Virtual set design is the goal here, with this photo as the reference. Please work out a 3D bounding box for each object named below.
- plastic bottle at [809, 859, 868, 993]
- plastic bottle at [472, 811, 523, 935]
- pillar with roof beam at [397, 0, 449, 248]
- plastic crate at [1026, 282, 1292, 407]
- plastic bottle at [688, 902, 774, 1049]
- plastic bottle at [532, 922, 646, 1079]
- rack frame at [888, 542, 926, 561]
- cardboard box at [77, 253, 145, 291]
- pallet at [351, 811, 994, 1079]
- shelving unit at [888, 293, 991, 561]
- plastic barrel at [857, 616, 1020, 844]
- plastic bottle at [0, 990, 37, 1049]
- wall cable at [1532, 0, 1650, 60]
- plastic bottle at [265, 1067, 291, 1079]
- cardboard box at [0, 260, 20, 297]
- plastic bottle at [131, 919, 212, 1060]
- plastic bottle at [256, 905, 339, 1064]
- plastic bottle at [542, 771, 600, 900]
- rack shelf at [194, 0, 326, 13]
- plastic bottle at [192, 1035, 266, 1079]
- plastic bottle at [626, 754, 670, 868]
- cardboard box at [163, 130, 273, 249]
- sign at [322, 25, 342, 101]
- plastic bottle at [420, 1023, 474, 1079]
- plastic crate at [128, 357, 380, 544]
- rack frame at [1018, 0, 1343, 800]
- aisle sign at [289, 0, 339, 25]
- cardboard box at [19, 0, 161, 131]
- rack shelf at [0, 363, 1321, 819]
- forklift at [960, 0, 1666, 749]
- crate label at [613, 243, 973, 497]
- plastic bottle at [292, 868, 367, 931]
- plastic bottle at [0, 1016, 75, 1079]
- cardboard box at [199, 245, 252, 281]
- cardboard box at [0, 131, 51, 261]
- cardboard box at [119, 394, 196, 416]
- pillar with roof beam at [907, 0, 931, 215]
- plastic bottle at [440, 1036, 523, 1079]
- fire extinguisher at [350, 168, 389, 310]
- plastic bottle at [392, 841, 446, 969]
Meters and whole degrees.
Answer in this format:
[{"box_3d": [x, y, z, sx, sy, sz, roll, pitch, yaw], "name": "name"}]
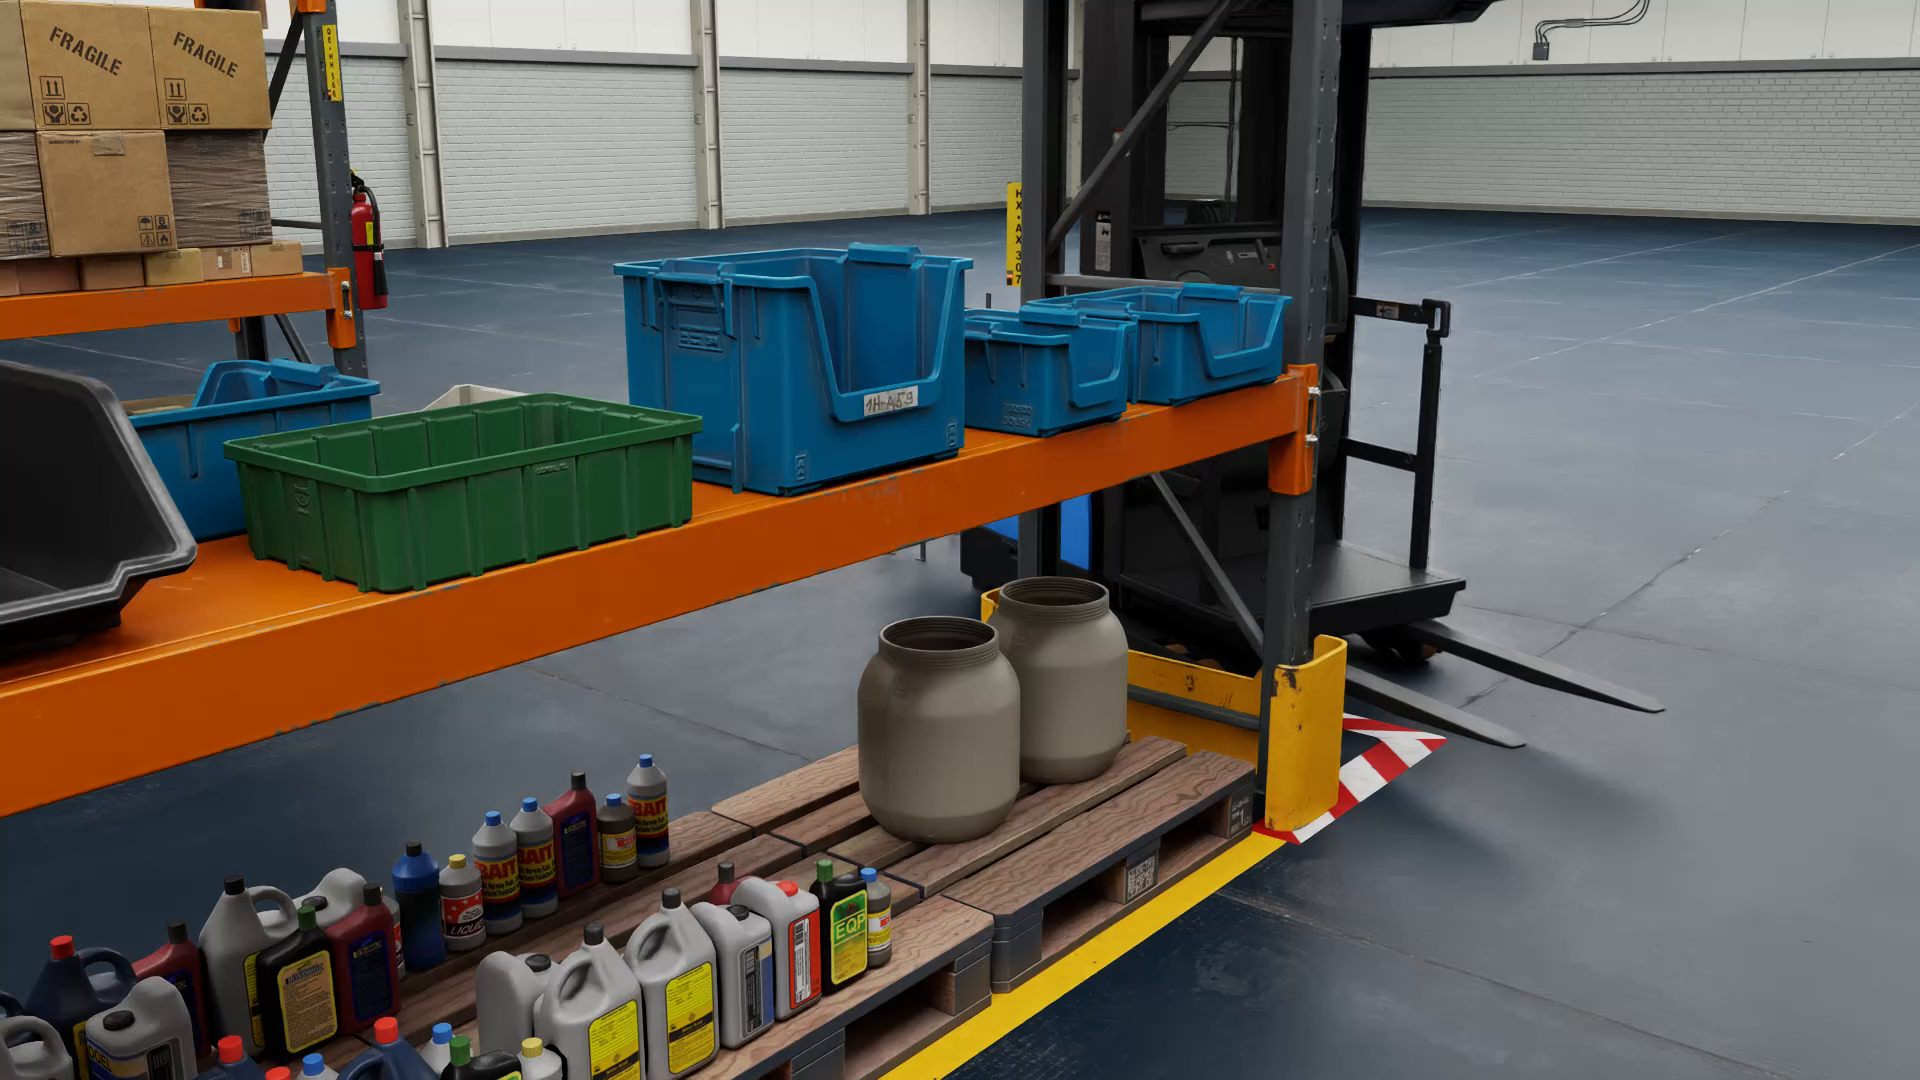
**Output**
[{"box_3d": [-0.257, 0.799, 3.510, 0.061, 0.283, 0.133, 12, 18, 39], "name": "plastic bottle"}, {"box_3d": [-1.045, 0.744, 3.751, 0.097, 0.271, 0.097, 0, 14, 0], "name": "plastic bottle"}, {"box_3d": [-5.056, -8.362, 22.764, 9.100, 9.000, 0.400, 11, 18, 38], "name": "pillar with roof beam"}, {"box_3d": [0.534, -0.535, 4.439, 0.499, 0.251, 0.616, 11, 18, 38], "name": "plastic crate"}, {"box_3d": [-0.465, 0.848, 3.332, 0.152, 0.276, 0.135, 11, 18, 36], "name": "plastic bottle"}, {"box_3d": [-0.683, 0.879, 3.055, 0.144, 0.351, 0.185, 11, 18, 37], "name": "plastic bottle"}, {"box_3d": [-0.257, -0.503, 7.666, 0.240, 1.200, 0.015, 11, 18, 38], "name": "rack frame"}, {"box_3d": [-3.699, -1.158, 7.101, 0.380, 0.149, 0.250, 11, 18, 38], "name": "cardboard box"}, {"box_3d": [-0.678, 1.011, 3.713, 1.003, 0.211, 1.213, 11, 18, 38], "name": "pallet"}, {"box_3d": [-0.104, -0.550, 7.850, 0.258, 1.200, 0.503, 11, 18, 38], "name": "shelving unit"}, {"box_3d": [-0.054, 0.487, 4.314, 0.421, 0.512, 0.421, 0, 14, 0], "name": "plastic barrel"}, {"box_3d": [-1.718, 0.919, 2.898, 0.144, 0.351, 0.185, 11, 18, 36], "name": "plastic bottle"}, {"box_3d": [13.163, -13.011, 34.158, 2.305, 6.003, 0.169, 11, 18, 38], "name": "wall cable"}, {"box_3d": [-1.068, 0.997, 2.592, 0.144, 0.351, 0.185, 12, 18, 39], "name": "plastic bottle"}, {"box_3d": [-4.028, -1.066, 6.735, 0.380, 0.149, 0.250, 11, 18, 38], "name": "cardboard box"}, {"box_3d": [-1.527, 0.878, 3.199, 0.061, 0.283, 0.133, 13, 19, 41], "name": "plastic bottle"}, {"box_3d": [-1.299, 0.864, 3.251, 0.061, 0.283, 0.133, 11, 18, 38], "name": "plastic bottle"}, {"box_3d": [-0.923, 0.694, 3.924, 0.061, 0.283, 0.133, 12, 18, 38], "name": "plastic bottle"}, {"box_3d": [-4.494, -2.238, 6.209, 1.077, 0.370, 4.000, 11, 18, 38], "name": "rack shelf"}, {"box_3d": [-1.181, 0.975, 2.680, 0.144, 0.351, 0.185, 11, 18, 38], "name": "plastic bottle"}, {"box_3d": [-0.766, 0.659, 4.085, 0.097, 0.271, 0.097, 0, 14, 0], "name": "plastic bottle"}, {"box_3d": [-3.604, -1.607, 7.550, 0.875, 0.500, 0.500, 11, 18, 38], "name": "cardboard box"}, {"box_3d": [-2.818, -2.140, 7.463, 0.100, 0.325, 0.005, 11, 18, 38], "name": "sign"}, {"box_3d": [-0.887, 0.965, 2.878, 0.097, 0.271, 0.097, 0, 14, 0], "name": "plastic bottle"}, {"box_3d": [-1.414, -0.165, 2.983, 0.499, 0.251, 0.616, 11, 18, 38], "name": "plastic crate"}, {"box_3d": [0.615, -0.749, 4.980, 1.000, 3.000, 0.127, 11, 18, 38], "name": "rack frame"}, {"box_3d": [-2.965, -2.741, 7.541, 0.394, 0.787, 0.004, 11, 18, 38], "name": "aisle sign"}, {"box_3d": [-3.700, -1.953, 6.880, 0.500, 0.500, 0.500, 11, 18, 38], "name": "cardboard box"}, {"box_3d": [-0.642, -0.018, 3.561, 1.077, 0.370, 4.000, 11, 18, 38], "name": "rack shelf"}, {"box_3d": [1.161, -0.966, 5.972, 1.130, 2.935, 3.031, -8, 16, -28], "name": "forklift"}, {"box_3d": [-0.331, -0.372, 3.424, 0.502, 0.435, 0.616, 11, 18, 38], "name": "crate label"}, {"box_3d": [-1.289, 0.827, 3.415, 0.152, 0.276, 0.135, 12, 18, 39], "name": "plastic bottle"}, {"box_3d": [-1.606, 0.942, 2.810, 0.144, 0.351, 0.185, 11, 18, 38], "name": "plastic bottle"}, {"box_3d": [-3.413, -1.260, 7.500, 0.380, 0.149, 0.250, 11, 18, 38], "name": "cardboard box"}, {"box_3d": [-4.173, -1.404, 6.750, 0.875, 0.500, 0.500, 11, 18, 38], "name": "cardboard box"}, {"box_3d": [-3.642, -0.391, 7.793, 0.500, 0.500, 0.500, -12, 18, -39], "name": "cardboard box"}, {"box_3d": [2.486, -10.660, 31.811, 9.100, 9.000, 0.400, 11, 18, 38], "name": "pillar with roof beam"}, {"box_3d": [-0.814, 0.968, 2.842, 0.061, 0.283, 0.133, 12, 19, 40], "name": "plastic bottle"}, {"box_3d": [-2.807, -1.429, 7.812, 0.296, 0.674, 0.183, 11, 18, 38], "name": "fire extinguisher"}, {"box_3d": [-1.172, 0.782, 3.598, 0.097, 0.271, 0.097, 0, 14, 0], "name": "plastic bottle"}]
